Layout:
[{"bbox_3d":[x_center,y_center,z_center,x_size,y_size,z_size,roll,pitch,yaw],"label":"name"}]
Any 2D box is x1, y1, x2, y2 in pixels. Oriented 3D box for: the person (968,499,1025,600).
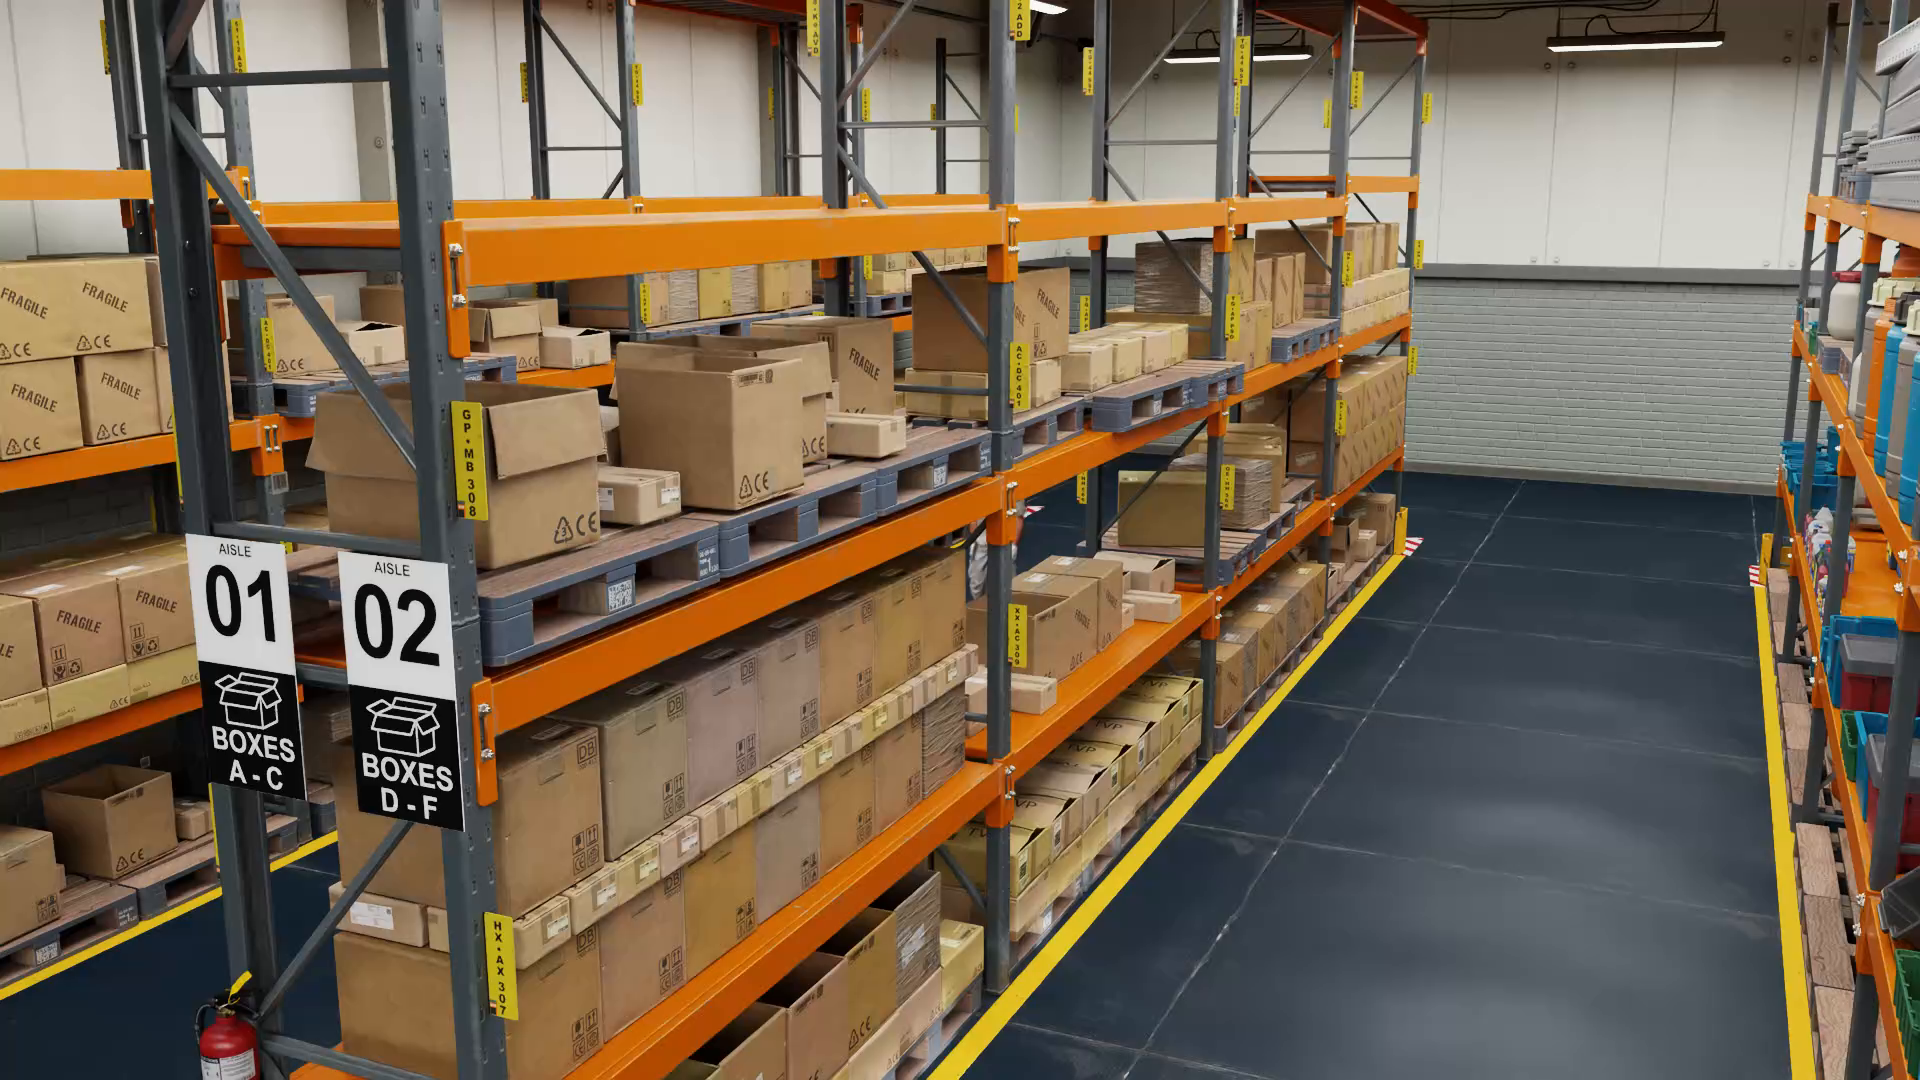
[{"bbox_3d":[0.335,0.088,15.655,0.547,1.724,0.477,6,13,25],"label":"person"}]
